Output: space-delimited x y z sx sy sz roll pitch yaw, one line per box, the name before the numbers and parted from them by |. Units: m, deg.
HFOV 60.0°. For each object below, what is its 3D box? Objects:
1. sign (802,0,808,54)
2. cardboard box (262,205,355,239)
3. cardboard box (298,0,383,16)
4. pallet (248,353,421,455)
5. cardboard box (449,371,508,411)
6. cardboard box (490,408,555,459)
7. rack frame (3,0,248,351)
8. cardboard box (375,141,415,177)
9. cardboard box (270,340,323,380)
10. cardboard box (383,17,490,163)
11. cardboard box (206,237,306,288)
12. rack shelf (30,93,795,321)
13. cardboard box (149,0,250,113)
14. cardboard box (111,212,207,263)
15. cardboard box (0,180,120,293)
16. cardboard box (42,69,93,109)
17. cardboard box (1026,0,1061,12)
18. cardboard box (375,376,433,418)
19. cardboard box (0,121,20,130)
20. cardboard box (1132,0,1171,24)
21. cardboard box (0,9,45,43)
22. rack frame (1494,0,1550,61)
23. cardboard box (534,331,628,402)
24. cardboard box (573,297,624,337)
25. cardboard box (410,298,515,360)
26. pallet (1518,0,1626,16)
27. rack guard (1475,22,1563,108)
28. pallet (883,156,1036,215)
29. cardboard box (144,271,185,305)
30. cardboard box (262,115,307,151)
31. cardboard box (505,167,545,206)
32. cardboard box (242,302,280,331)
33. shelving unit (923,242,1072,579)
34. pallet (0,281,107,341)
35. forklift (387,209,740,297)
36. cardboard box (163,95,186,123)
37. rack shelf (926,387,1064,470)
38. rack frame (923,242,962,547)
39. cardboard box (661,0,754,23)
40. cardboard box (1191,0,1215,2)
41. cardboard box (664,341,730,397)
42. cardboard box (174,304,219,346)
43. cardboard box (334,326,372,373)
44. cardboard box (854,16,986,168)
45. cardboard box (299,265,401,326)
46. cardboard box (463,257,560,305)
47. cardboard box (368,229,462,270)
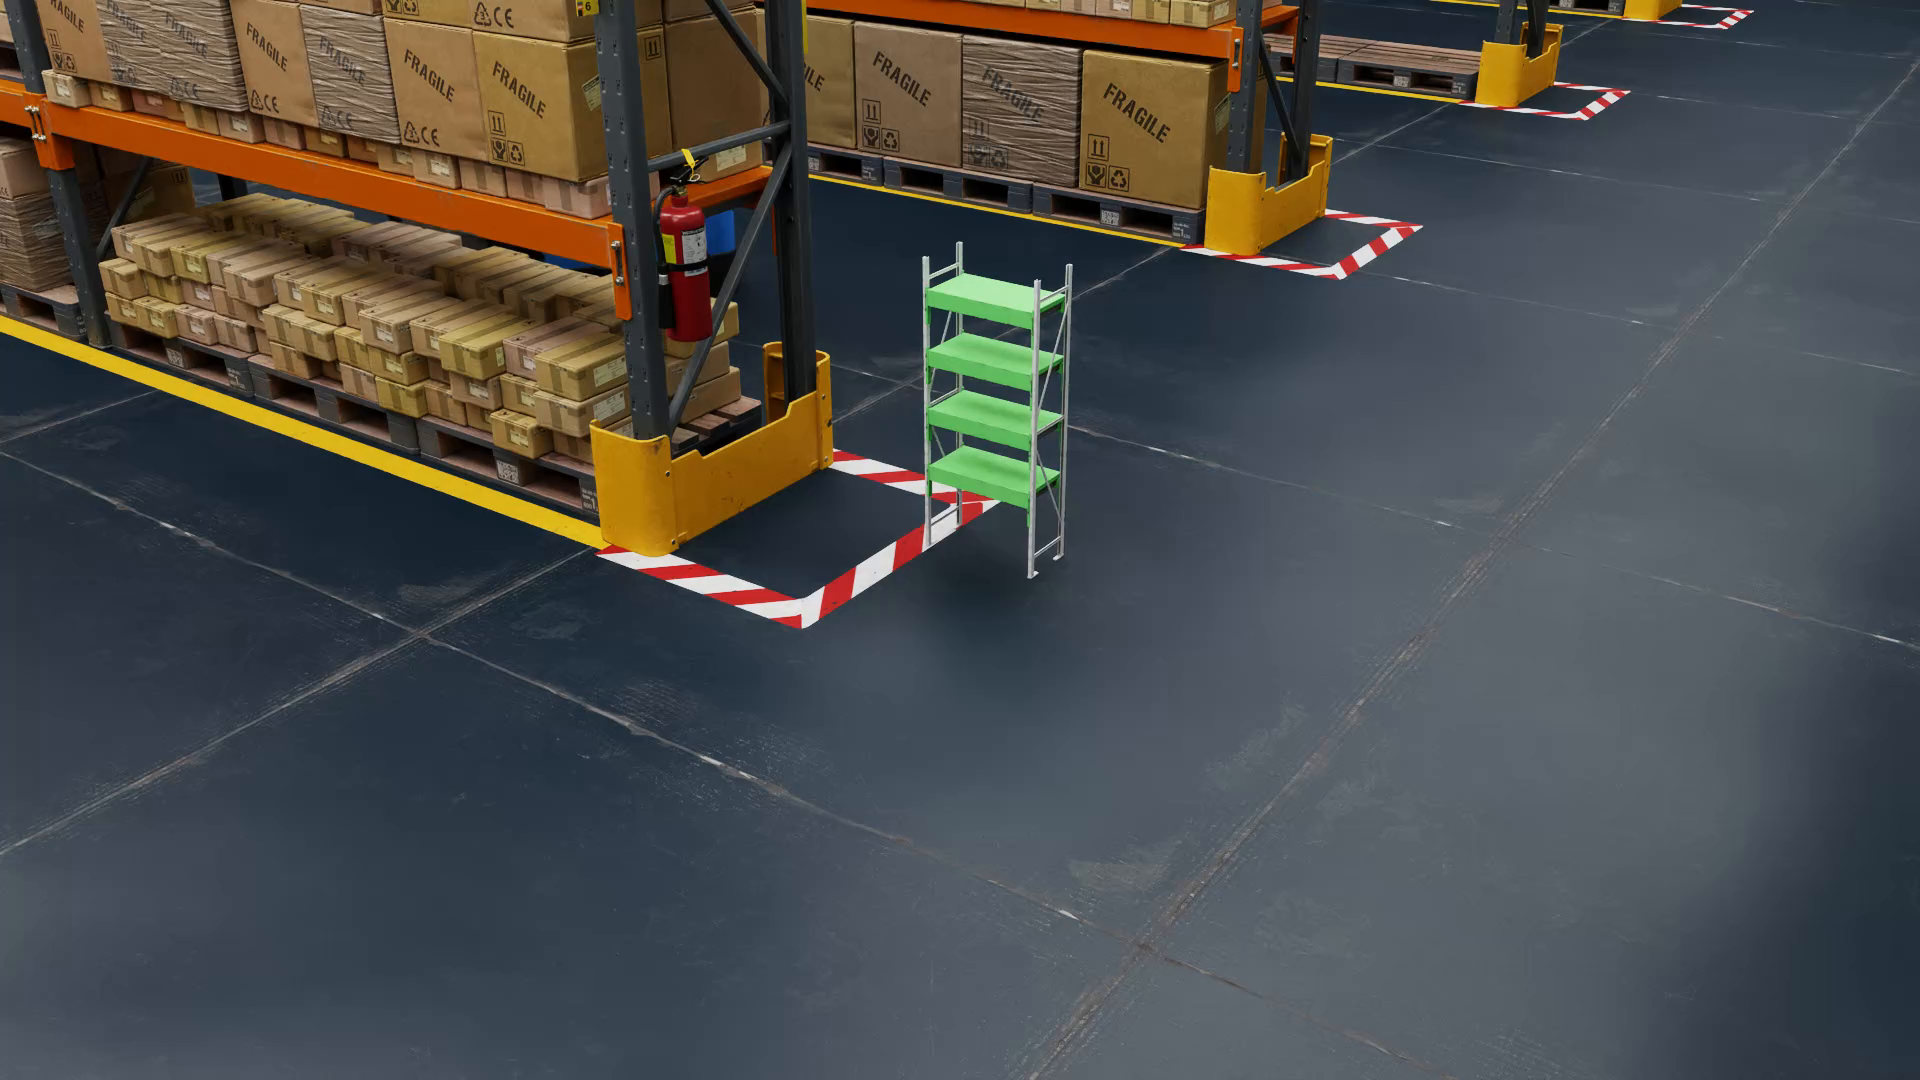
sign | -0.642 -2.088 6.592 0.005 0.325 0.100 17 32 30
cardboard box | -3.364 -1.602 8.616 0.250 0.149 0.380 17 32 30
cardboard box | -2.319 -2.407 6.632 0.500 0.500 0.500 19 33 33
pallet | -2.663 -0.812 8.112 1.213 0.211 1.003 17 32 30
cardboard box | -1.975 -0.710 7.191 0.250 0.149 0.380 16 31 28
cardboard box | -1.771 -0.501 7.108 0.250 0.149 0.380 18 32 32
rack frame | -4.247 -2.527 8.408 0.127 3.000 1.000 17 32 30
cardboard box | -2.201 -1.638 6.938 0.250 0.149 0.380 16 31 28
cardboard box | -3.036 -0.912 7.914 0.250 0.149 0.380 16 31 29
cardboard box | -1.887 -1.830 6.601 0.500 0.500 0.500 17 31 30
cardboard box | -3.422 -1.345 8.109 0.250 0.149 0.380 16 31 29
rack shelf | -2.598 -1.692 7.562 4.000 0.370 1.077 17 32 30
cardboard box | -3.174 -2.215 7.357 0.500 0.500 0.500 17 31 29
cardboard box | -4.080 -1.542 8.498 0.250 0.149 0.380 19 32 32
cardboard box | -4.999 -1.696 9.068 0.500 0.500 0.500 17 31 29
cardboard box | -4.198 -2.220 8.081 0.250 0.149 0.380 19 32 32
cardboard box | 0.619 -3.446 10.491 0.250 0.149 0.380 17 31 29
cardboard box | -2.396 -0.702 7.503 0.250 0.149 0.380 16 31 28
cardboard box | -5.420 -2.168 9.168 0.500 0.250 0.500 19 33 33
cardboard box | 1.247 -3.250 10.107 0.250 0.149 0.380 18 32 31
cardboard box | -4.686 -2.630 8.424 0.250 0.149 0.380 17 31 29
rack frame | 4.746 -5.180 13.621 0.127 3.000 1.000 17 32 30
cardboard box | -1.529 -0.722 6.887 0.250 0.149 0.380 18 32 31
cardboard box | -1.484 -0.969 7.370 0.250 0.149 0.380 18 32 31
cardboard box | -2.167 -0.918 7.270 0.250 0.149 0.380 16 31 28
pallet | 6.833 -6.011 18.330 1.213 0.211 1.003 17 32 30
rack guard | 4.773 -4.064 14.185 0.348 0.500 1.175 17 32 30
pallet | 0.237 -2.575 11.577 1.213 0.211 1.003 17 32 30
cardboard box | -3.870 -1.332 8.412 0.250 0.149 0.380 18 32 31
cardboard box | -2.838 -1.848 7.351 0.250 0.149 0.380 19 32 32
cardboard box | -1.562 -1.443 6.556 0.250 0.149 0.380 17 32 30
cardboard box | -3.214 -1.133 8.021 0.250 0.149 0.380 19 33 33
shelving unit | 0.137 -0.492 6.394 0.503 1.200 0.258 17 32 30
pallet | -4.889 -1.483 9.432 1.213 0.211 1.003 17 32 30
forklift | -2.810 -2.611 8.650 3.031 2.935 1.130 -9 28 -18
cardboard box | -3.473 -2.060 7.768 0.250 0.149 0.380 16 31 28
rack shelf | 0.137 -0.435 6.423 0.480 0.148 0.258 17 32 30
rack frame | -0.065 -0.555 6.517 0.015 1.200 0.240 17 32 30
cardboard box | -1.169 -2.337 6.494 0.500 0.500 0.500 17 32 30
cardboard box | 1.392 -3.419 9.998 0.500 0.250 0.500 17 31 30
cardboard box | -1.236 -0.779 7.326 0.250 0.149 0.380 19 32 32
cardboard box | -3.675 -1.117 8.318 0.250 0.149 0.380 17 32 30
cardboard box | -2.610 -0.911 7.586 0.250 0.149 0.380 19 33 33
cardboard box | -0.115 -3.165 11.541 0.875 0.875 0.875 17 32 30
cardboard box | -2.806 -1.132 7.691 0.250 0.149 0.380 17 32 31
cardboard box | -2.094 -1.189 7.803 0.250 0.149 0.380 19 32 32
cardboard box | -2.689 -1.407 8.232 0.250 0.149 0.380 16 31 29
